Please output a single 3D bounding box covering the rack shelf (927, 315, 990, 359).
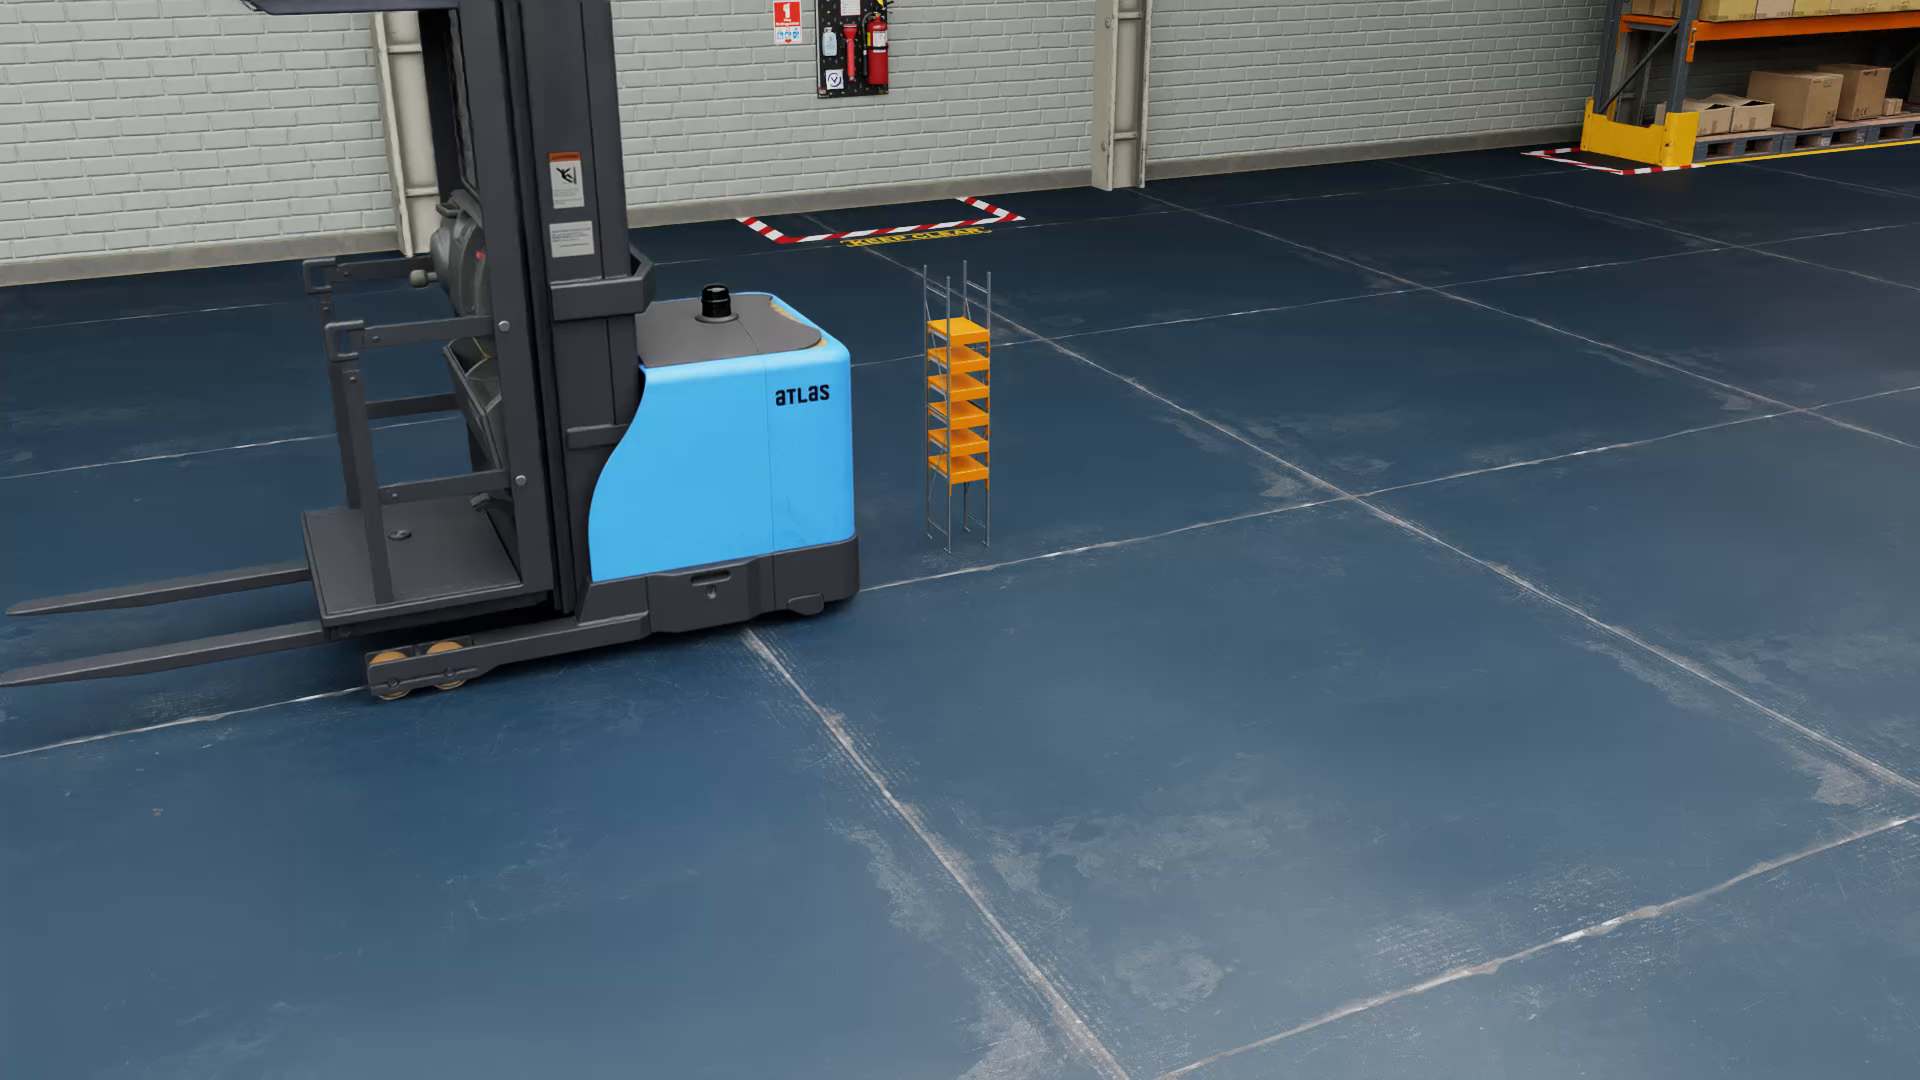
[{"bbox_3d":[-0.013,-0.844,6.894,0.180,0.103,0.258,-10,25,-24],"label":"rack shelf"}]

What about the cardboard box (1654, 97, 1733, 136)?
[{"bbox_3d":[7.226,-4.187,16.384,0.500,0.311,0.500,-14,26,-30],"label":"cardboard box"}]

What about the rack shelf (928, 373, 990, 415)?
[{"bbox_3d":[-0.013,-0.622,6.986,0.180,0.103,0.258,-10,25,-24],"label":"rack shelf"}]

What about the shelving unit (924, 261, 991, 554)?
[{"bbox_3d":[-0.013,-0.552,7.015,0.189,1.200,0.258,-10,25,-24],"label":"shelving unit"}]

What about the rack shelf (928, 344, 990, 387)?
[{"bbox_3d":[-0.013,-0.733,6.940,0.180,0.103,0.258,-10,25,-24],"label":"rack shelf"}]

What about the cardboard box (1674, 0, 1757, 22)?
[{"bbox_3d":[7.141,-5.054,15.708,0.500,0.250,0.500,-11,25,-25],"label":"cardboard box"}]

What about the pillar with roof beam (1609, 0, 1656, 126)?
[{"bbox_3d":[8.686,-6.845,12.021,0.400,9.000,9.100,-10,25,-24],"label":"pillar with roof beam"}]

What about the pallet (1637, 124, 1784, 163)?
[{"bbox_3d":[7.379,-3.989,16.612,1.213,0.211,1.003,-10,25,-24],"label":"pallet"}]

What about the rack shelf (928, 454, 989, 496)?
[{"bbox_3d":[-0.013,-0.289,7.124,0.180,0.103,0.258,-10,25,-24],"label":"rack shelf"}]

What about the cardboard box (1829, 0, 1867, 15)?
[{"bbox_3d":[8.520,-5.311,16.328,0.500,0.250,0.500,-10,25,-23],"label":"cardboard box"}]

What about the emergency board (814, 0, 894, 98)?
[{"bbox_3d":[-0.831,-4.165,13.390,0.643,1.169,0.194,-10,25,-24],"label":"emergency board"}]

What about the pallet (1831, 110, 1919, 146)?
[{"bbox_3d":[9.578,-4.394,17.590,1.213,0.211,1.003,-10,25,-24],"label":"pallet"}]

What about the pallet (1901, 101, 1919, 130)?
[{"bbox_3d":[10.868,-4.647,18.201,1.213,0.211,1.003,-10,25,-24],"label":"pallet"}]

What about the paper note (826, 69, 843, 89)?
[{"bbox_3d":[-1.020,-3.752,13.545,0.142,0.148,0.016,-10,25,-24],"label":"paper note"}]

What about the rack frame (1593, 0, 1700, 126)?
[{"bbox_3d":[6.563,-5.143,15.752,0.127,3.000,1.000,-10,25,-24],"label":"rack frame"}]

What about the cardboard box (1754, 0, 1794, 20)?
[{"bbox_3d":[7.602,-5.145,15.928,0.500,0.250,0.500,-11,25,-25],"label":"cardboard box"}]

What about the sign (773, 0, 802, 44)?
[{"bbox_3d":[-1.374,-4.125,13.247,0.234,0.329,0.001,-10,25,-24],"label":"sign"}]

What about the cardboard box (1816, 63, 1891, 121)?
[{"bbox_3d":[9.250,-4.669,17.299,0.500,0.500,0.500,-12,26,-28],"label":"cardboard box"}]

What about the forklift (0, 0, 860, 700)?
[{"bbox_3d":[-1.961,-1.019,5.880,3.031,2.935,1.130,-10,24,-22],"label":"forklift"}]

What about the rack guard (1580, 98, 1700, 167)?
[{"bbox_3d":[6.632,-4.000,16.260,0.348,0.500,1.175,-10,25,-24],"label":"rack guard"}]

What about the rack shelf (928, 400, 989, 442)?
[{"bbox_3d":[-0.013,-0.511,7.032,0.180,0.103,0.258,-10,25,-24],"label":"rack shelf"}]

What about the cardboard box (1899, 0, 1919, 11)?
[{"bbox_3d":[9.420,-5.483,16.745,0.500,0.250,0.500,-10,25,-23],"label":"cardboard box"}]

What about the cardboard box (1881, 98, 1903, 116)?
[{"bbox_3d":[9.698,-4.601,17.573,0.250,0.166,0.380,-14,26,-30],"label":"cardboard box"}]

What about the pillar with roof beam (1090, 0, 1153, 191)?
[{"bbox_3d":[3.280,-5.850,9.617,0.400,9.000,9.100,-10,25,-24],"label":"pillar with roof beam"}]

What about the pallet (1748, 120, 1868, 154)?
[{"bbox_3d":[8.477,-4.190,17.097,1.213,0.211,1.003,-10,25,-24],"label":"pallet"}]

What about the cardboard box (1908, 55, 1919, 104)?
[{"bbox_3d":[10.824,-4.982,18.058,0.500,0.500,0.700,-10,24,-22],"label":"cardboard box"}]

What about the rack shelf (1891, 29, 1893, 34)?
[{"bbox_3d":[11.970,-5.806,18.294,4.000,0.370,1.077,-10,25,-24],"label":"rack shelf"}]

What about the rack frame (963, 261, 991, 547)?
[{"bbox_3d":[0.069,-0.567,7.051,0.006,1.200,0.240,-10,25,-24],"label":"rack frame"}]

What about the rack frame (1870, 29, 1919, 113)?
[{"bbox_3d":[10.168,-5.806,17.355,0.127,3.000,1.000,-10,25,-24],"label":"rack frame"}]

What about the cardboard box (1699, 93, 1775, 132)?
[{"bbox_3d":[7.739,-4.282,16.613,0.500,0.311,0.500,-8,24,-19],"label":"cardboard box"}]

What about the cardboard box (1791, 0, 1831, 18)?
[{"bbox_3d":[8.064,-5.228,16.127,0.500,0.250,0.500,-11,25,-24],"label":"cardboard box"}]

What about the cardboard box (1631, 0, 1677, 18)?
[{"bbox_3d":[6.900,-5.227,16.125,0.500,0.250,0.500,-10,25,-23],"label":"cardboard box"}]

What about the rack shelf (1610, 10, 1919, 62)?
[{"bbox_3d":[8.365,-5.142,16.691,4.000,0.370,1.077,-10,25,-24],"label":"rack shelf"}]

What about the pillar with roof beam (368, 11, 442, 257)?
[{"bbox_3d":[-2.127,-4.855,7.212,0.400,9.000,9.100,-10,25,-24],"label":"pillar with roof beam"}]

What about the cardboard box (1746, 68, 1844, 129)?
[{"bbox_3d":[8.422,-4.474,16.829,0.500,0.500,0.700,-12,25,-27],"label":"cardboard box"}]

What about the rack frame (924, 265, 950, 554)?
[{"bbox_3d":[-0.095,-0.537,6.978,0.006,1.200,0.240,-10,25,-24],"label":"rack frame"}]

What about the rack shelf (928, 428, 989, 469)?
[{"bbox_3d":[-0.013,-0.400,7.078,0.180,0.103,0.258,-10,25,-24],"label":"rack shelf"}]

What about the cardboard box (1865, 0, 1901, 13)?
[{"bbox_3d":[8.973,-5.395,16.530,0.500,0.250,0.500,-11,25,-24],"label":"cardboard box"}]
